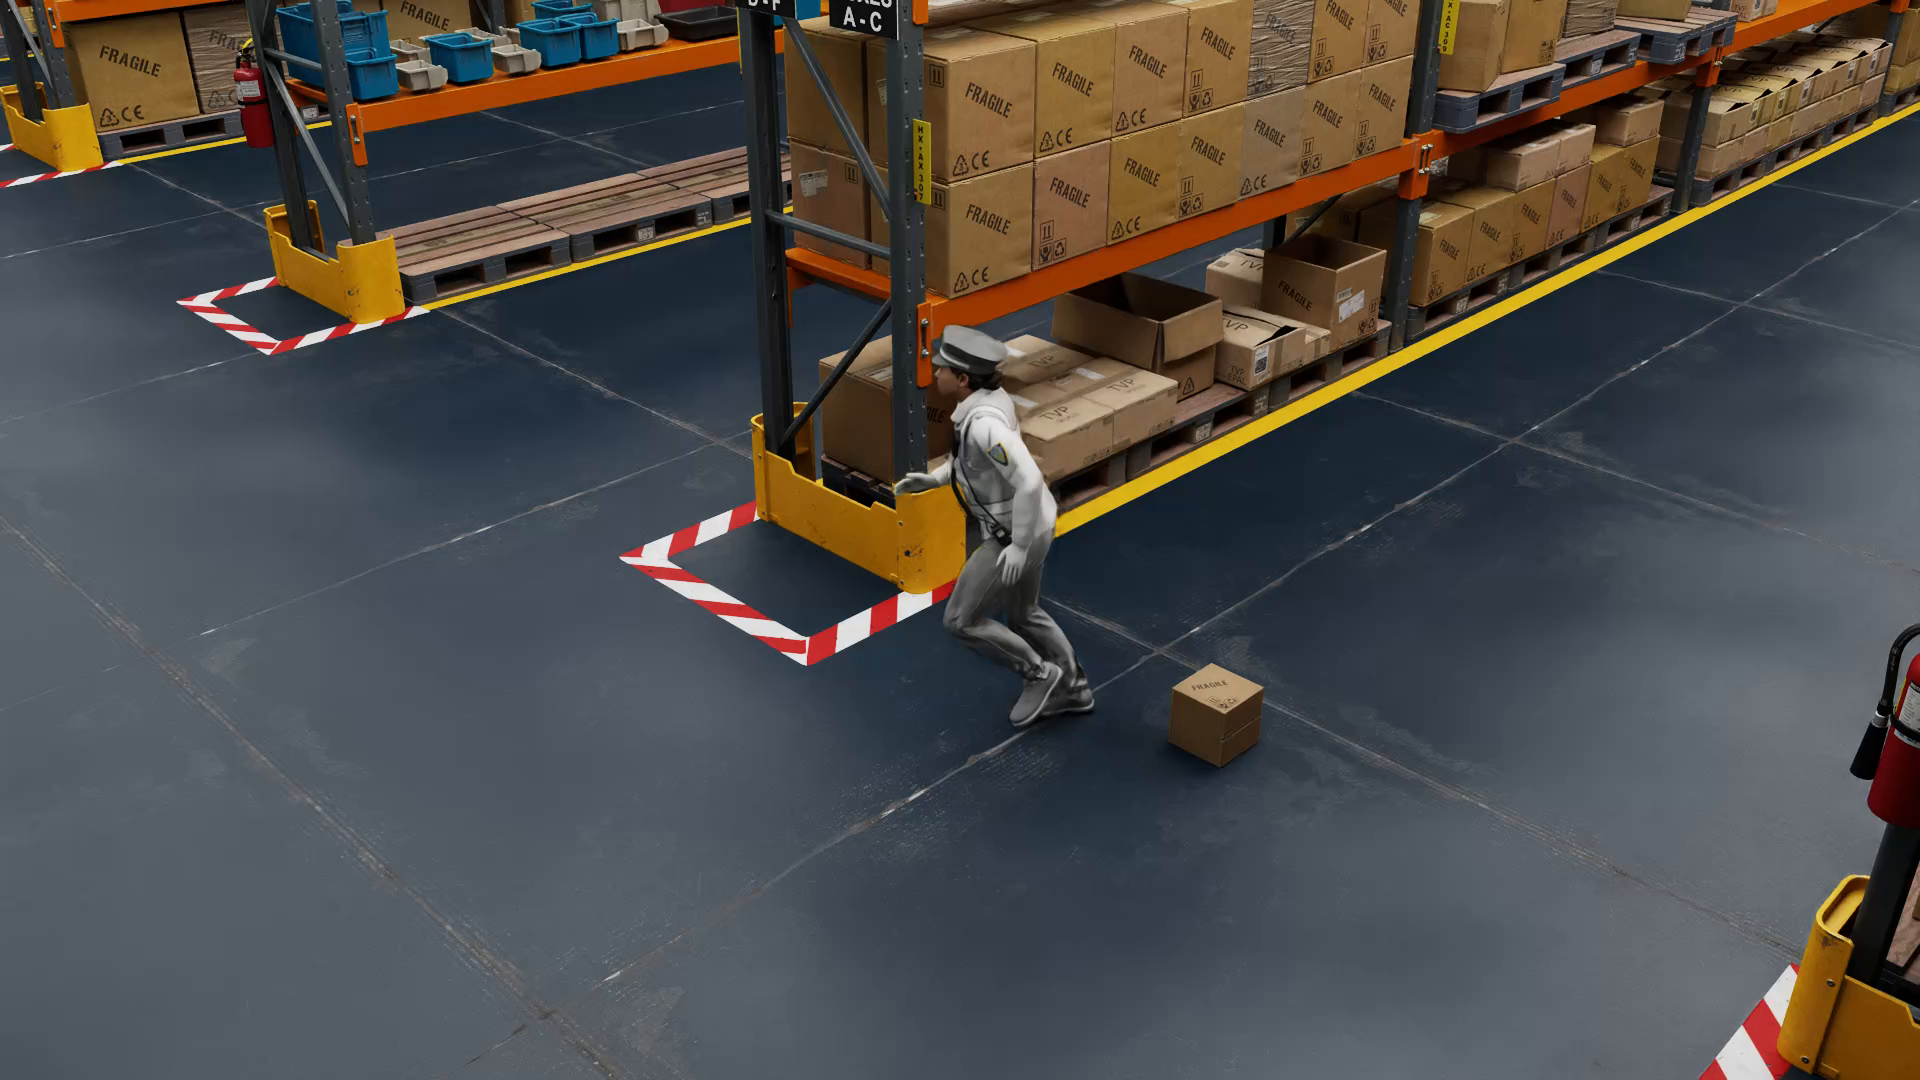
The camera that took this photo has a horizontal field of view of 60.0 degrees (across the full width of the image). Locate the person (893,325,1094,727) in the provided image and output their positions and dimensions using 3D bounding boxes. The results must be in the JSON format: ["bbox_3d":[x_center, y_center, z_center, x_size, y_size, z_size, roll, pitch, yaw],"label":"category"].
[{"bbox_3d":[0.137,-0.031,6.252,0.789,1.581,0.612,3,28,5],"label":"person"}]
